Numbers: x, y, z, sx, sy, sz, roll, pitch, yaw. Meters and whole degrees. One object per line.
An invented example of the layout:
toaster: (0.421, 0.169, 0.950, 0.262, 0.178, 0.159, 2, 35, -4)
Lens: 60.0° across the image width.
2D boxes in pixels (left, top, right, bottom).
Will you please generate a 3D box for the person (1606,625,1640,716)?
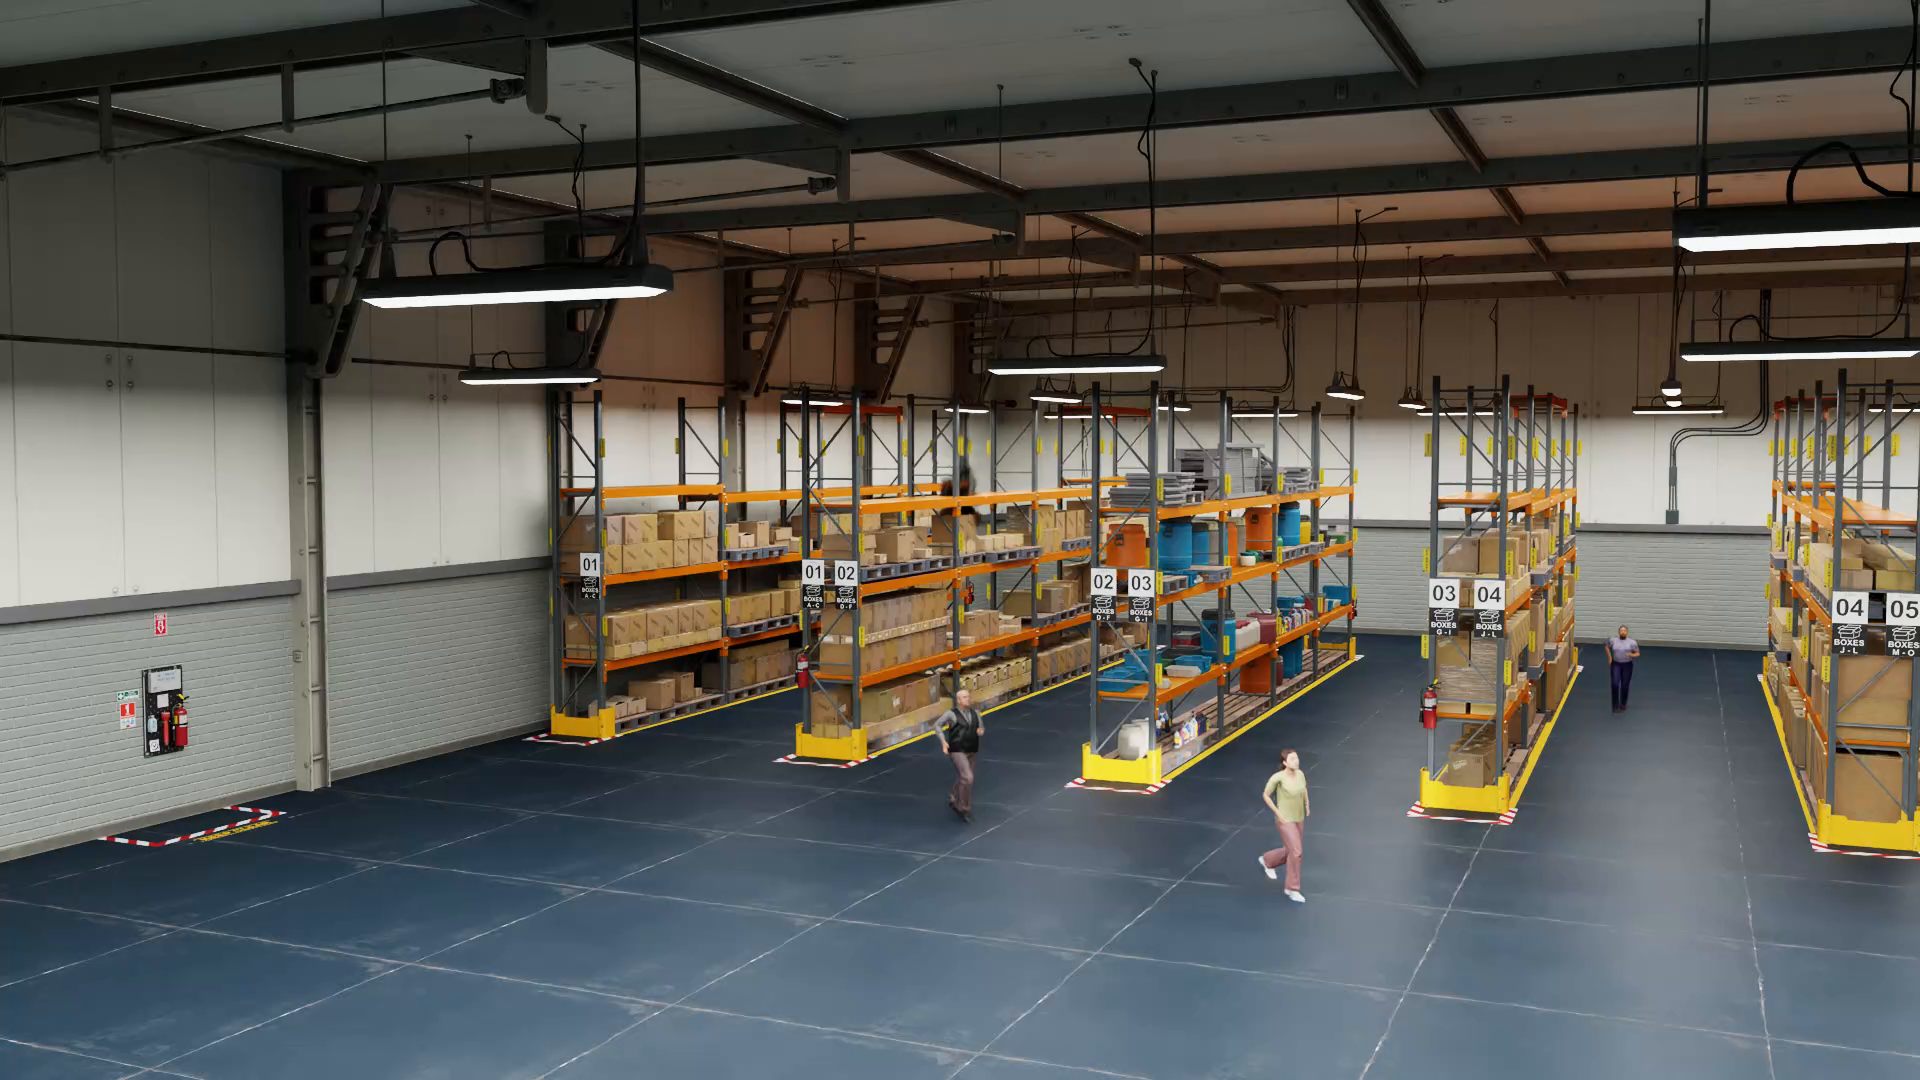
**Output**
person: (12.496, 2.449, 31.369, 0.594, 1.701, 0.837, 1, 3, 20)

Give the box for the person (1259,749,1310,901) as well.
person: (3.636, 3.155, 18.662, 0.587, 1.687, 0.733, -2, 4, -31)

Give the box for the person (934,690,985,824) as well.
person: (0.045, 2.906, 22.400, 0.630, 1.780, 0.764, -3, 4, -40)
